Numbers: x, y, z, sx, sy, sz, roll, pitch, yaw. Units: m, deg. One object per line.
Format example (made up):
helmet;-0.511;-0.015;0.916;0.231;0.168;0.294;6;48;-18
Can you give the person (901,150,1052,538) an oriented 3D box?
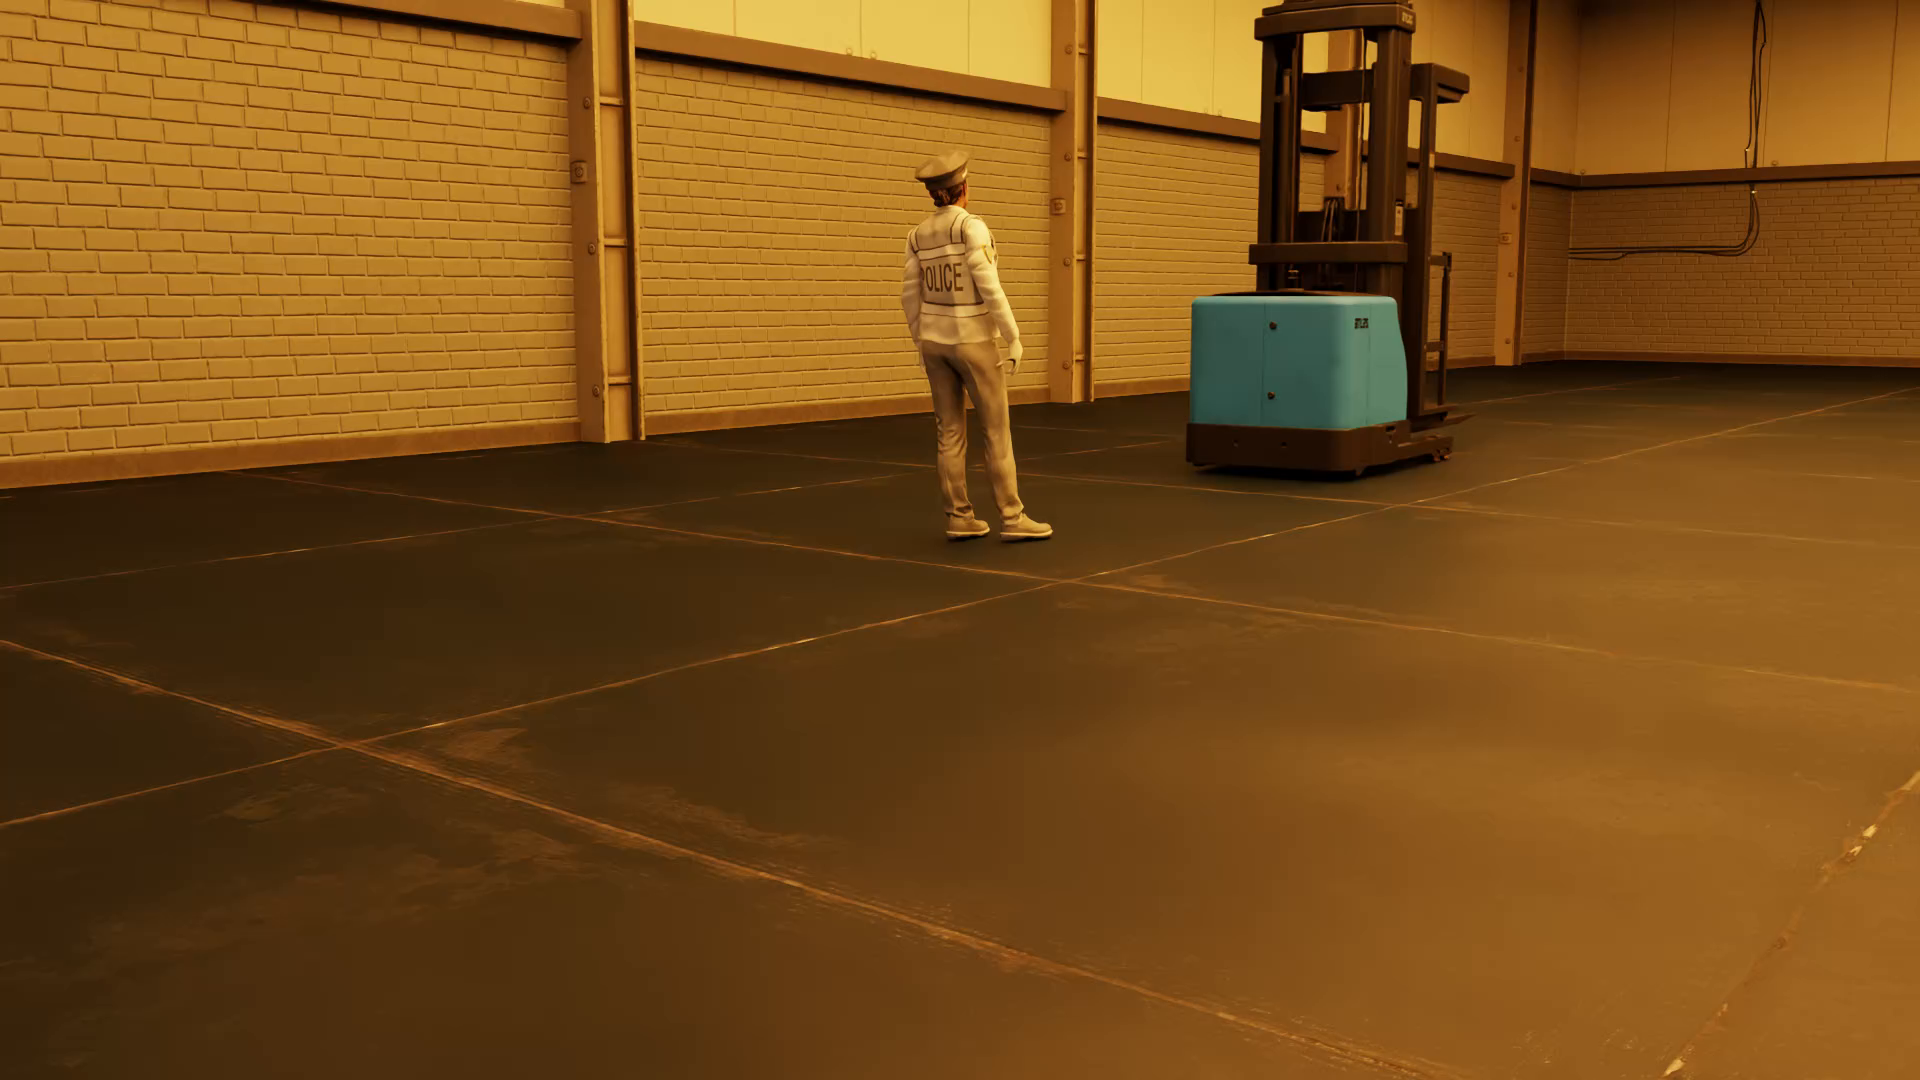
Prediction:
person;0.049;-0.853;7.330;0.586;1.694;0.530;7;11;38

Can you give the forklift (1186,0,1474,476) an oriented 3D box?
forklift;2.626;-1.993;10.903;1.130;2.935;3.031;6;10;34
